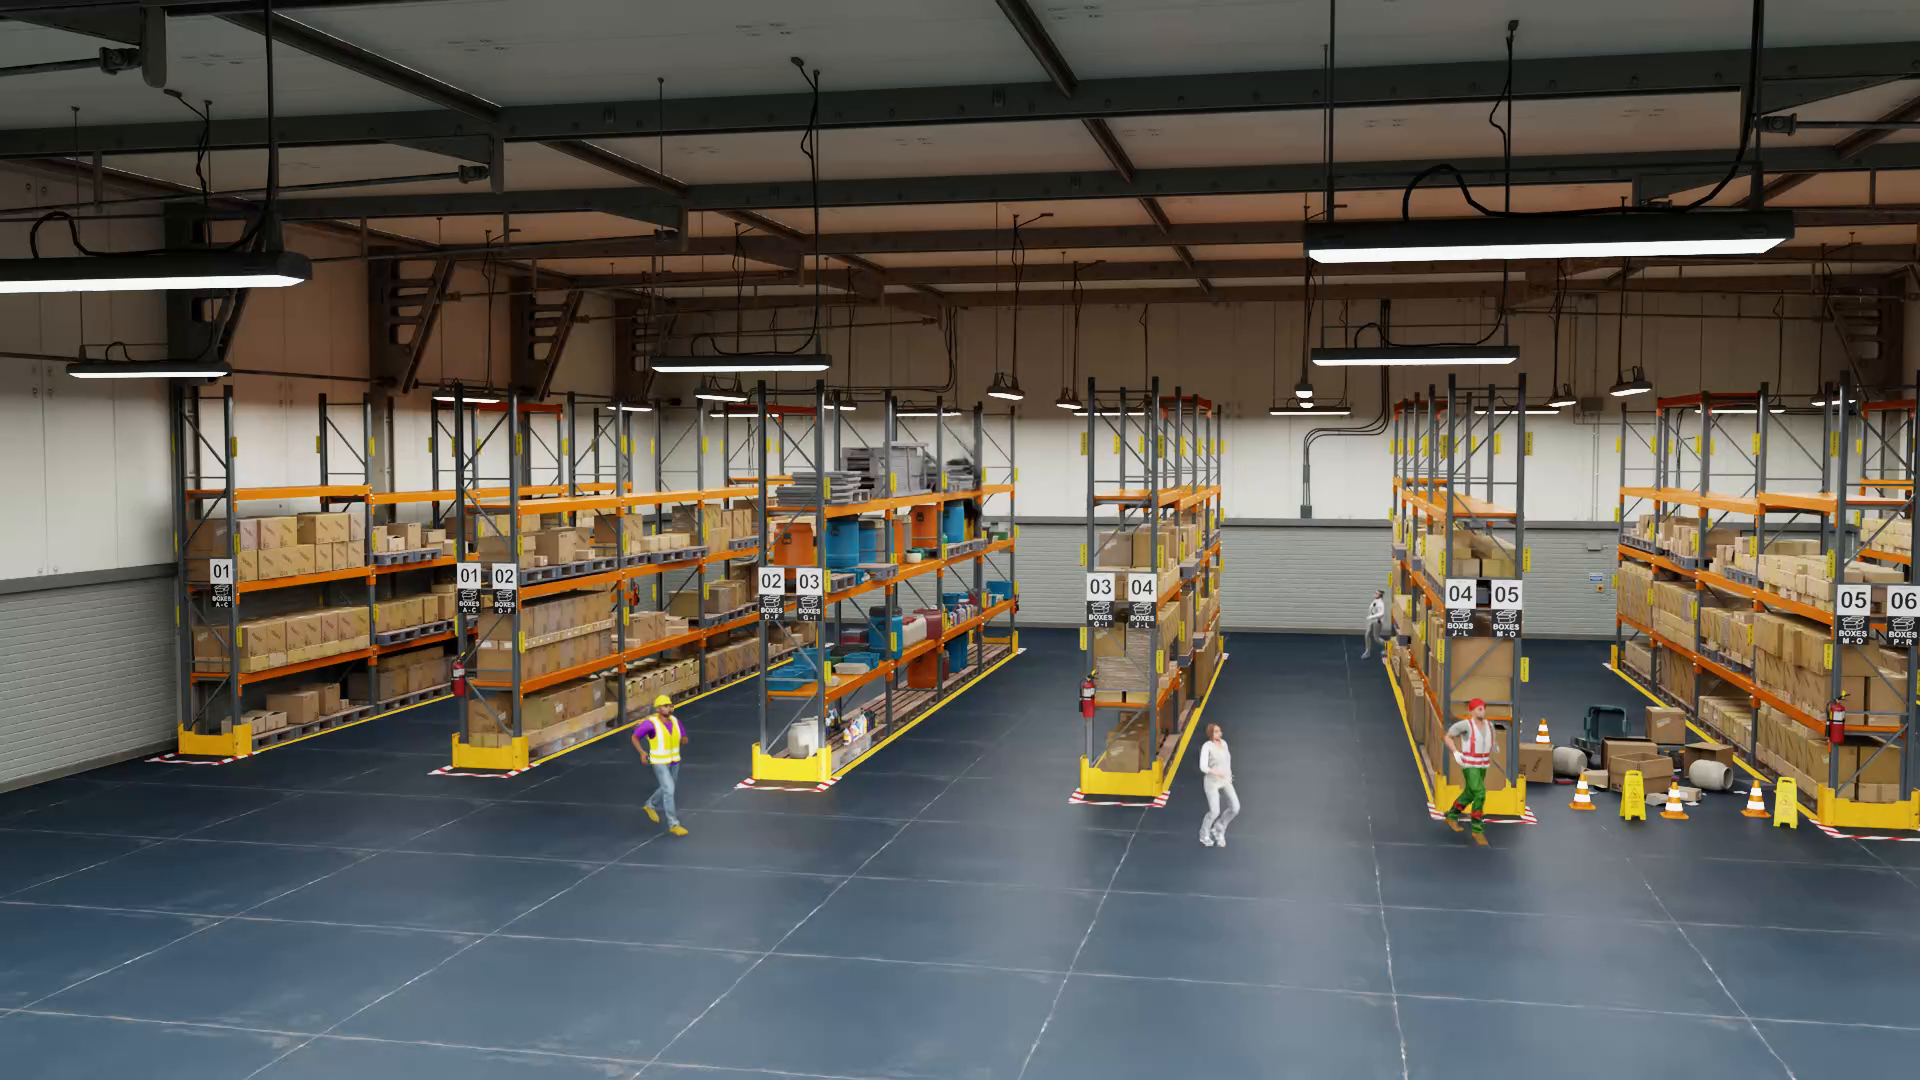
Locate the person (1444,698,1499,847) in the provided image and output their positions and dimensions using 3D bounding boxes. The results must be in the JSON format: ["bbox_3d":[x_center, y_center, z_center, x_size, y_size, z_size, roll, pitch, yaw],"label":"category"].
[{"bbox_3d":[6.543,2.916,21.187,0.669,1.839,0.817,-2,4,-28],"label":"person"}]

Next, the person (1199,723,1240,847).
[{"bbox_3d":[3.223,3.062,20.730,0.552,1.536,0.618,-2,4,-30],"label":"person"}]

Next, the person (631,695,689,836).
[{"bbox_3d":[-3.826,2.884,21.557,0.990,1.750,0.701,3,4,40],"label":"person"}]

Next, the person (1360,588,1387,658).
[{"bbox_3d":[9.897,1.975,39.373,0.763,1.695,0.630,-1,3,-11],"label":"person"}]
